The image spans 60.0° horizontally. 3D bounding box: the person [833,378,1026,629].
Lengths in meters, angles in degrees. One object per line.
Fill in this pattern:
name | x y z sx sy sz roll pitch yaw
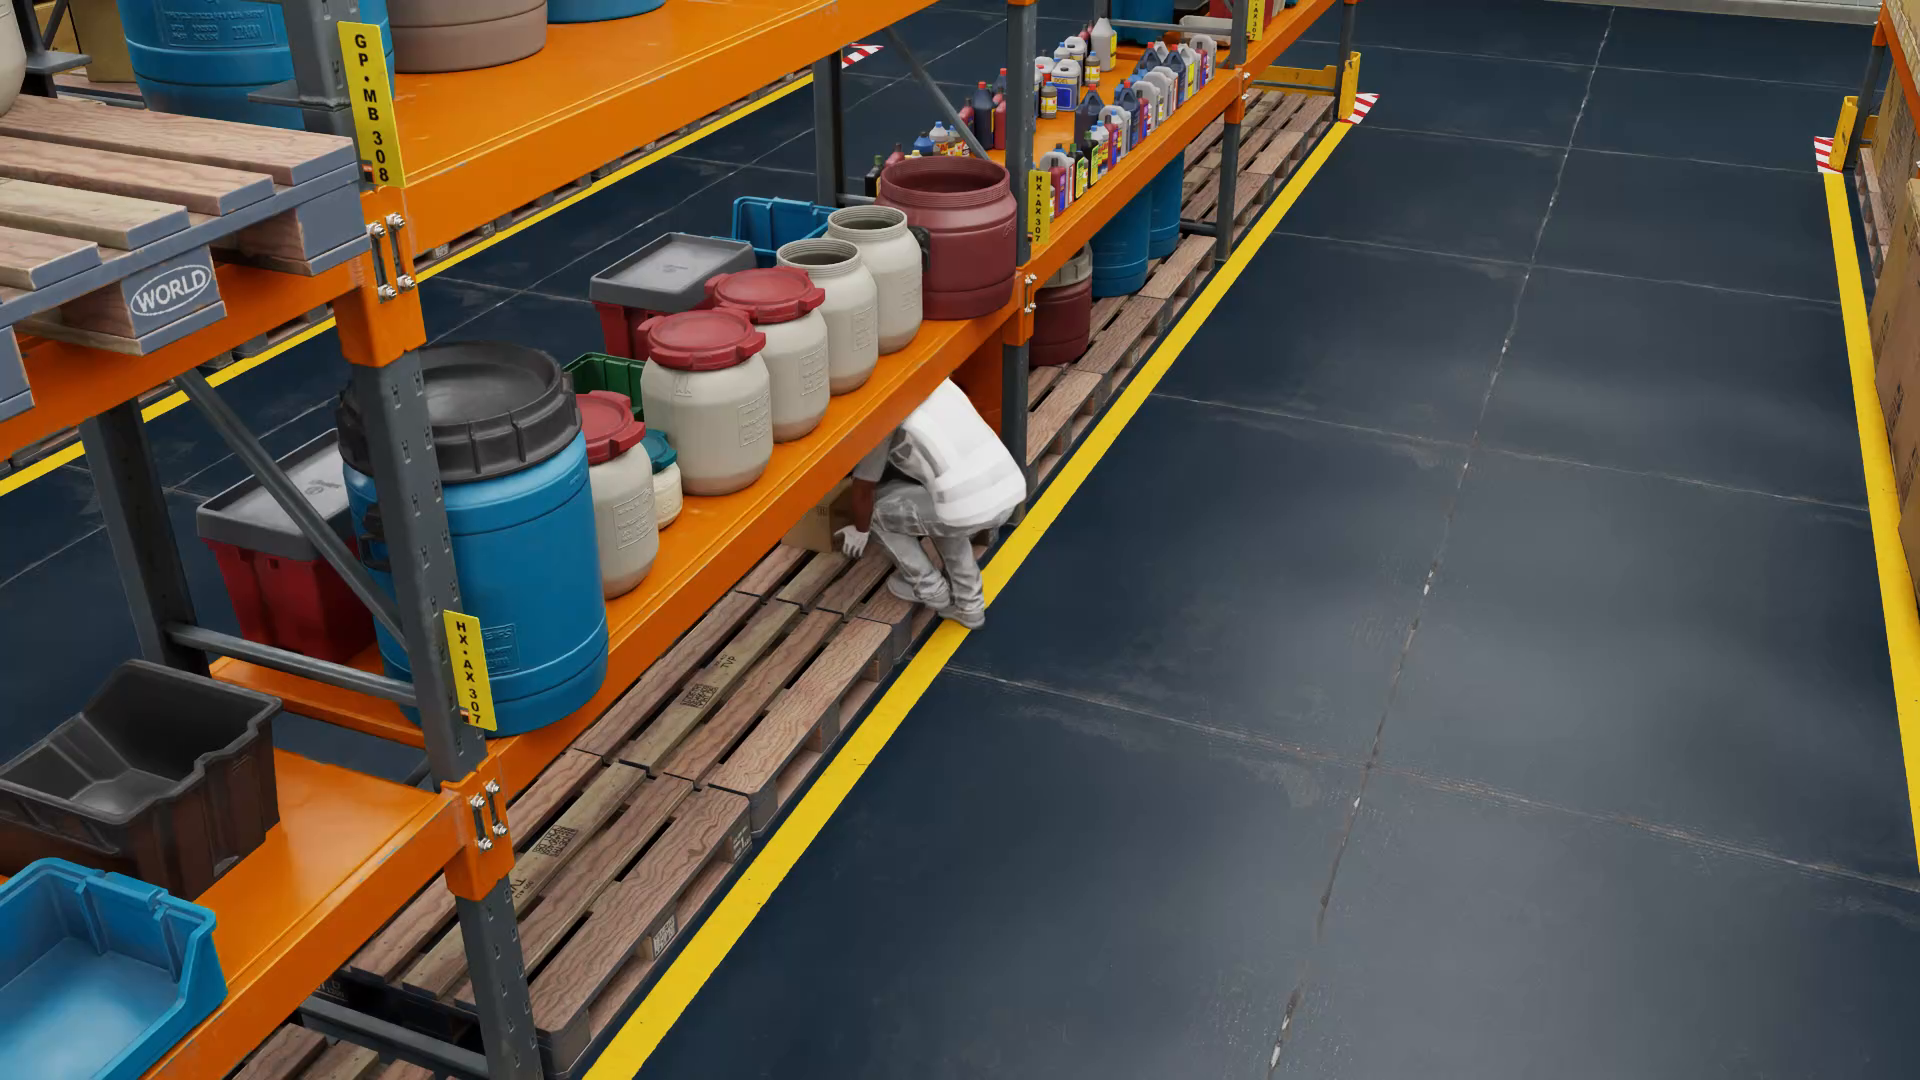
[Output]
person | -0.165 -0.161 6.941 0.861 1.247 0.609 22 36 33
